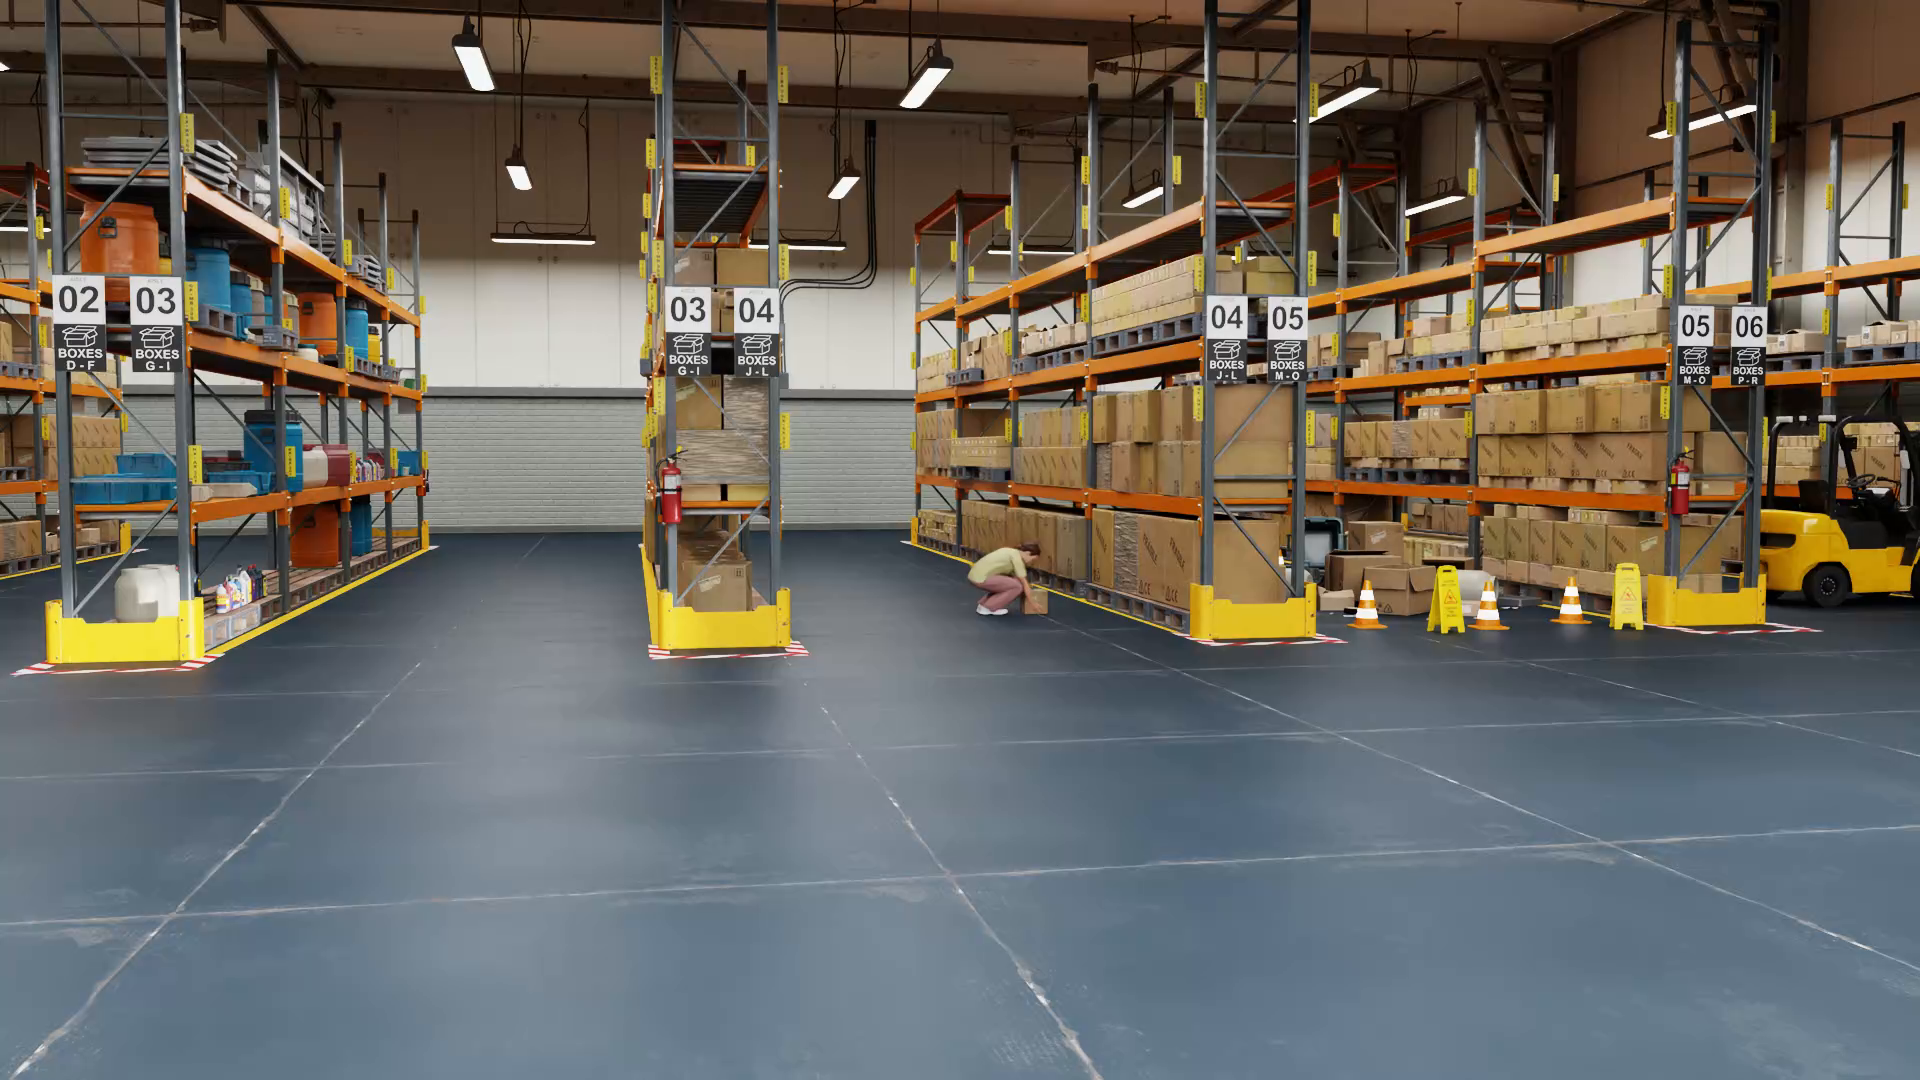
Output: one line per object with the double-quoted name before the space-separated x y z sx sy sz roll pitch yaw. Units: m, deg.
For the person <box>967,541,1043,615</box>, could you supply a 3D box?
"person" 0.485 0.412 17.951 0.810 0.800 0.477 -1 3 -11
